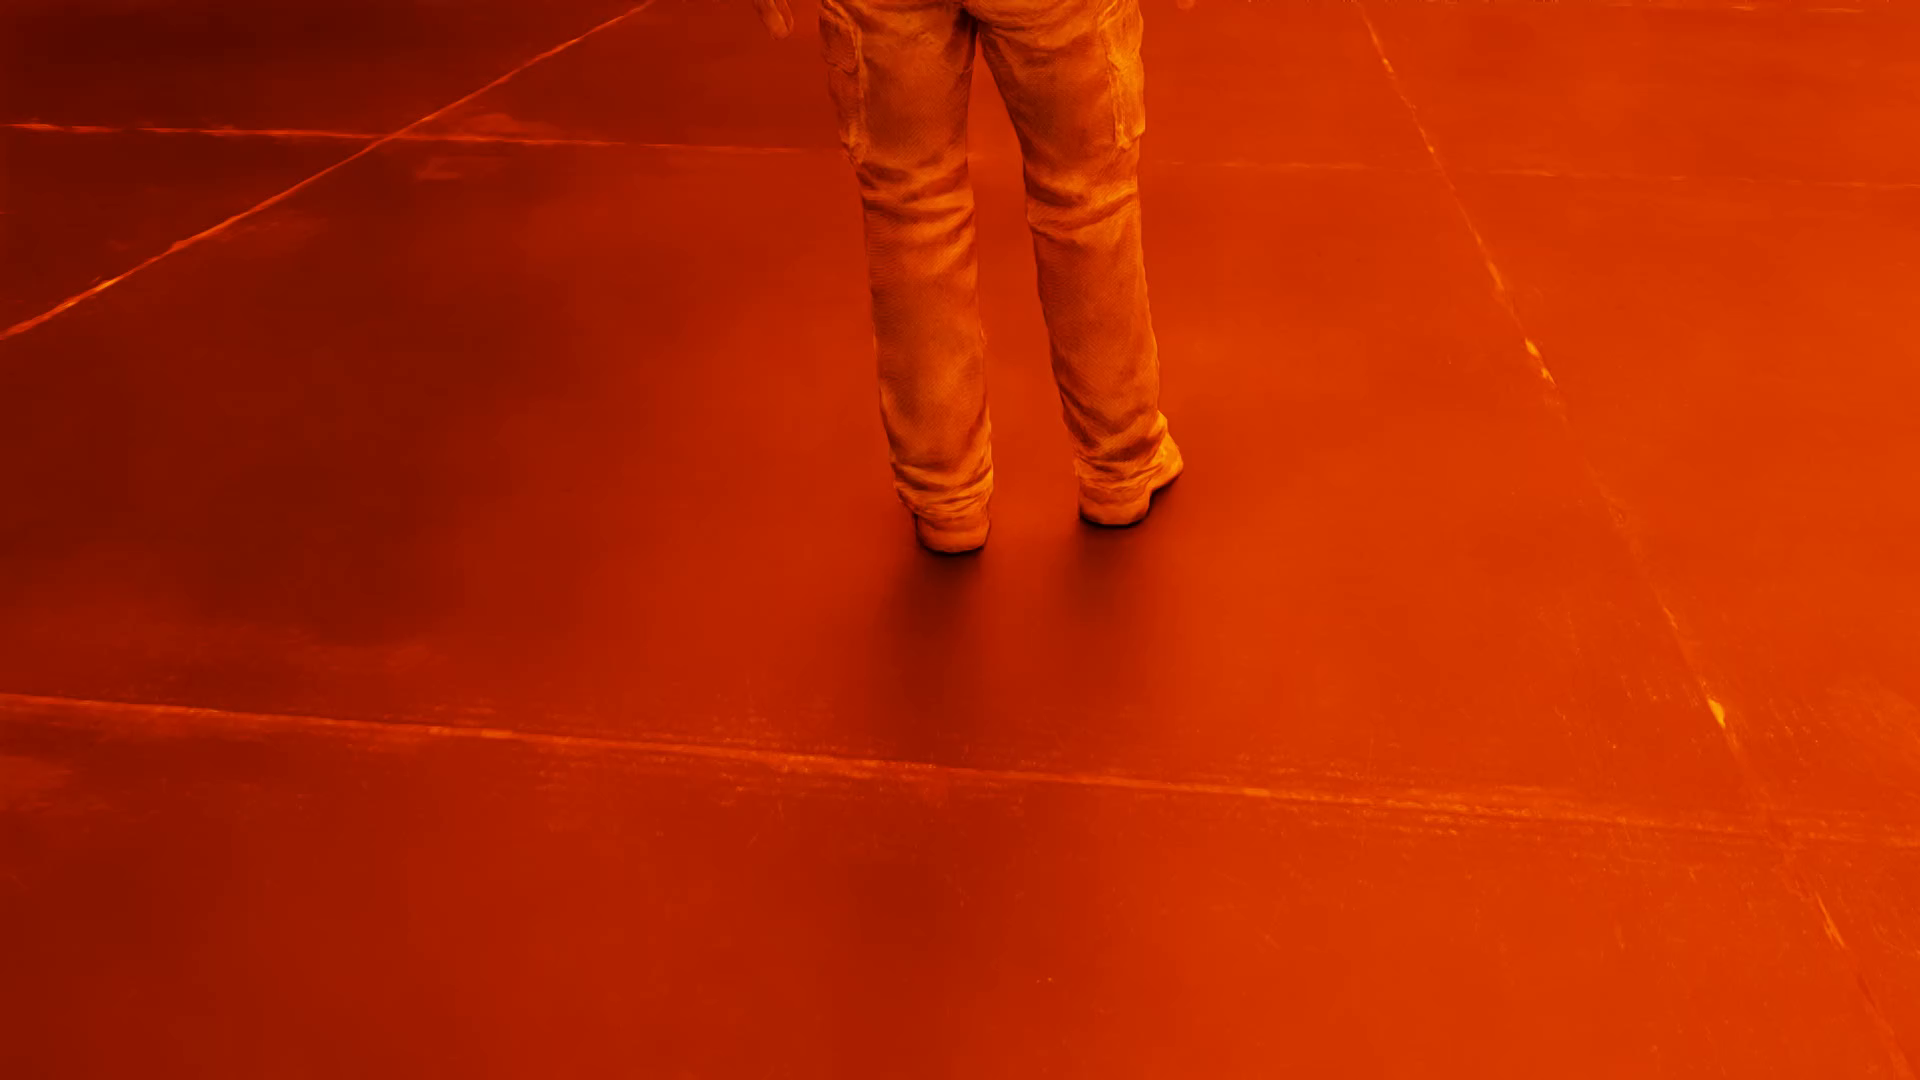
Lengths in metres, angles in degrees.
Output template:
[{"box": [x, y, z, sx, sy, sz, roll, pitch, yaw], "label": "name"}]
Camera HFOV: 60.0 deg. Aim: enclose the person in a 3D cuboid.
[{"box": [0.017, -0.836, 2.162, 0.655, 1.782, 0.576, 3, 27, 7], "label": "person"}]
